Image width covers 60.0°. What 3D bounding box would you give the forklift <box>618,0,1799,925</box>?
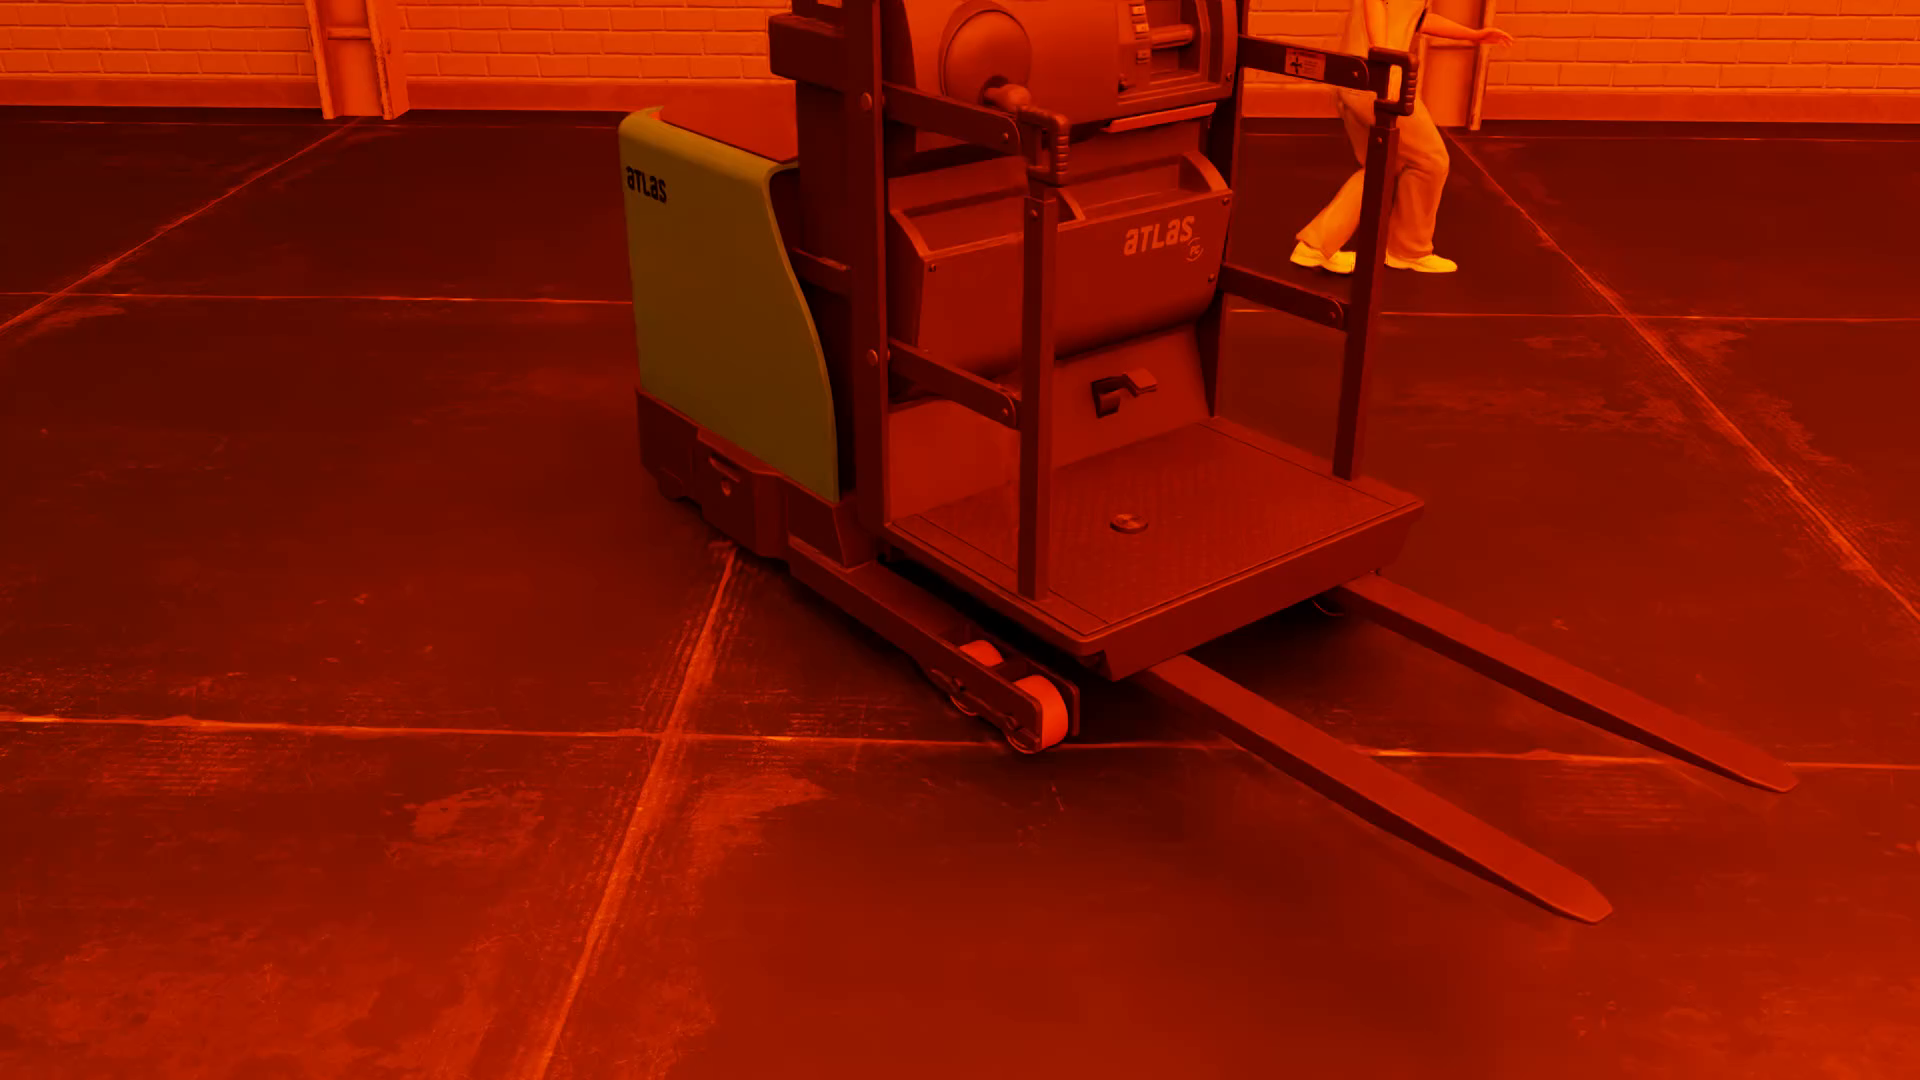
[{"bbox_3d":[0.378,-1.102,3.443,1.130,2.935,3.031,-19,32,-33],"label":"forklift"}]

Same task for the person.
[{"bbox_3d":[1.700,-1.699,6.254,0.795,1.549,0.734,-1,26,-2],"label":"person"}]
